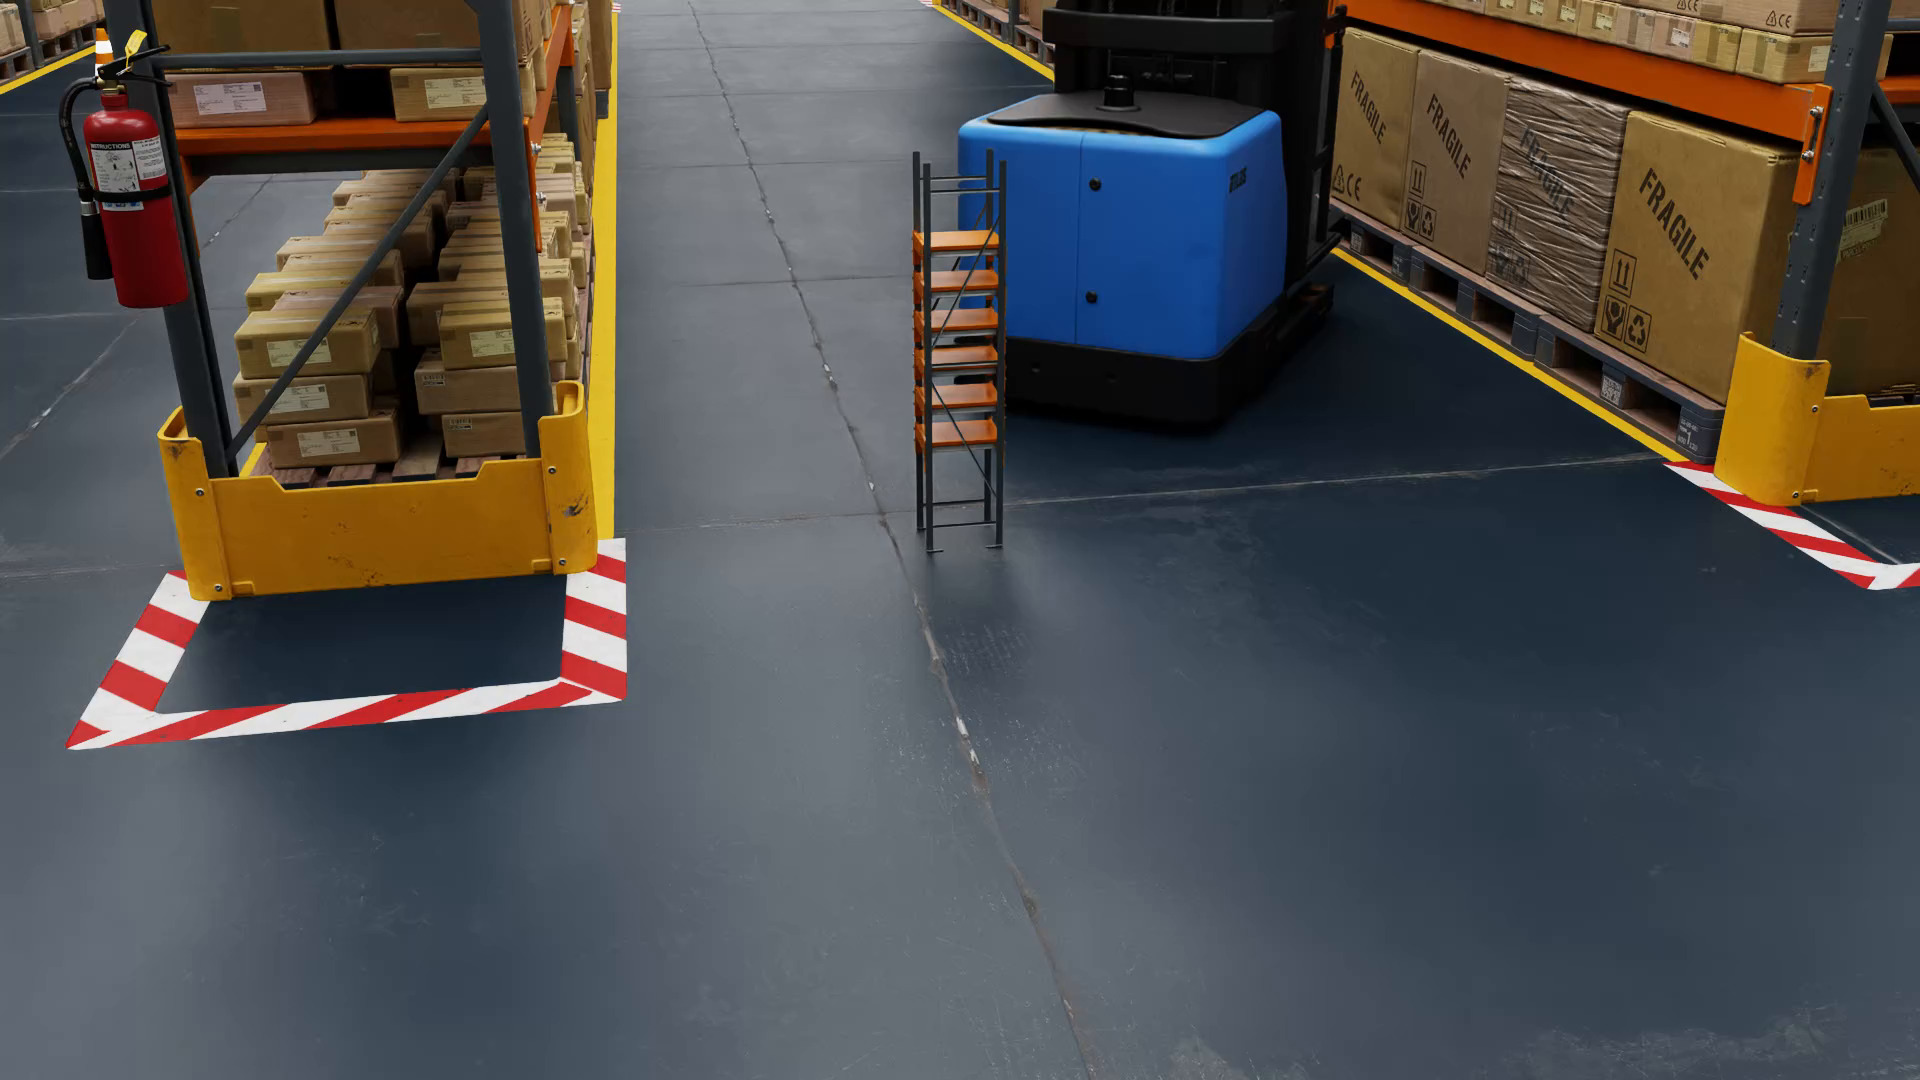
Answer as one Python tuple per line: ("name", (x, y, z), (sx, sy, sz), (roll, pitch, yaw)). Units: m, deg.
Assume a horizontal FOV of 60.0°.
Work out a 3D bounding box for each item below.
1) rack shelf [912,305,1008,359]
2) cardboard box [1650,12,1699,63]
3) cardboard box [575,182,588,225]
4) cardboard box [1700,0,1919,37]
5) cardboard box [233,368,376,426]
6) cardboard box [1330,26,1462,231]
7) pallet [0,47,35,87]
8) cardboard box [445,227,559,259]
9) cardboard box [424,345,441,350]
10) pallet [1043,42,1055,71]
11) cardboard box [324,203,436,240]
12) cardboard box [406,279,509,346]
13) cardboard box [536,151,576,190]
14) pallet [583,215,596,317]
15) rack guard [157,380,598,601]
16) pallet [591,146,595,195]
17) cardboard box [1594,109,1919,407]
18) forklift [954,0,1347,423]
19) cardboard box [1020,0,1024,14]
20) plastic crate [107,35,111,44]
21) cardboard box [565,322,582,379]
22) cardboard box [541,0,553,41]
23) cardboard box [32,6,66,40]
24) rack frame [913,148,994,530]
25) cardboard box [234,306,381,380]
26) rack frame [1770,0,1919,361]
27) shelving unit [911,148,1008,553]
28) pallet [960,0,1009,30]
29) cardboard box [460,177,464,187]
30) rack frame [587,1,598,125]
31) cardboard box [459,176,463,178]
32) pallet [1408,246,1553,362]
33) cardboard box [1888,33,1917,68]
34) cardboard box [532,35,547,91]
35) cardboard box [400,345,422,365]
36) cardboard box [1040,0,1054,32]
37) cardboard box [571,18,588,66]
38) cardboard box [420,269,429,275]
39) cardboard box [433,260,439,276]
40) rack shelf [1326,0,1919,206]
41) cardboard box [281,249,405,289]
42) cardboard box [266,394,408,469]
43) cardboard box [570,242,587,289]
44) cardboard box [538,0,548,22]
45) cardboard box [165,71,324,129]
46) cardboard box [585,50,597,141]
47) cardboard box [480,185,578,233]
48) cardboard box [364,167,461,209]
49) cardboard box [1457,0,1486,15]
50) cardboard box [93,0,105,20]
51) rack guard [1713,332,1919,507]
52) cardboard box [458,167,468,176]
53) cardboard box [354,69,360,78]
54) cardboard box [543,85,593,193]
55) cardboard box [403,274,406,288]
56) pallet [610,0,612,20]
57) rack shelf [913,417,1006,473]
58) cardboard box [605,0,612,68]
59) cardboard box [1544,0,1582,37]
("rack shelf", (-0.003, -0.625, 4.993), (0.258, 0.103, 0.180), (-4, 24, -10))
("cardboard box", (2.716, -1.802, 5.941), (0.380, 0.149, 0.250), (-4, 24, -10))
("cardboard box", (-1.932, -1.558, 7.735), (0.380, 0.149, 0.250), (-5, 24, -12))
("cardboard box", (2.850, -1.838, 5.527), (0.500, 0.250, 0.500), (-5, 24, -11))
("cardboard box", (-2.071, -0.481, 5.269), (0.380, 0.149, 0.250), (-5, 24, -11))
("cardboard box", (2.504, -2.126, 8.501), (0.875, 0.875, 0.875), (-4, 24, -10))
("pallet", (-8.612, -4.002, 14.150), (1.003, 0.211, 1.213), (-4, 24, -10))
("cardboard box", (-1.715, -1.071, 6.250), (0.380, 0.149, 0.250), (-3, 24, -8))
("cardboard box", (-1.664, -0.721, 5.819), (0.380, 0.149, 0.250), (-4, 24, -9))
("pallet", (1.356, -4.255, 14.728), (1.003, 0.211, 1.213), (-4, 24, -10))
("cardboard box", (-2.308, -1.237, 6.628), (0.380, 0.149, 0.250), (-4, 24, -9))
("cardboard box", (-1.625, -0.762, 5.540), (0.380, 0.149, 0.250), (-4, 24, -9))
("cardboard box", (-1.971, -1.689, 7.663), (0.380, 0.149, 0.250), (-5, 24, -10))
("pallet", (-2.273, -1.306, 7.977), (1.003, 0.211, 1.213), (-4, 24, -10))
("rack guard", (-1.707, -0.157, 4.984), (1.175, 0.500, 0.348), (-4, 24, -10))
("pallet", (-2.807, -2.355, 10.378), (1.003, 0.211, 1.213), (-4, 24, -10))
("cardboard box", (3.004, -1.064, 6.069), (0.875, 0.875, 0.875), (-4, 24, -10))
("forklift", (1.043, -2.324, 6.910), (1.130, 2.935, 3.031), (10, 26, 22))
("cardboard box", (0.834, -5.752, 17.270), (0.500, 0.500, 0.500), (3, 24, 7))
("plastic crate", (-8.242, -4.927, 16.430), (0.402, 0.080, 0.583), (-13, 27, -28))
("cardboard box", (-1.596, -0.691, 6.121), (0.380, 0.149, 0.250), (-4, 24, -9))
("cardboard box", (-1.790, -2.026, 6.455), (0.380, 0.149, 0.250), (-4, 24, -9))
("cardboard box", (-8.601, -4.771, 15.336), (0.500, 0.250, 0.500), (-5, 24, -12))
("rack frame", (-0.020, -0.592, 5.105), (0.240, 1.200, 0.006), (-4, 24, -10))
("cardboard box", (-2.039, -0.620, 5.217), (0.380, 0.149, 0.250), (-4, 24, -9))
("rack frame", (3.201, -1.600, 5.165), (1.000, 3.000, 0.127), (-4, 24, -10))
("shelving unit", (-0.003, -0.556, 5.023), (0.258, 1.200, 0.189), (-4, 24, -10))
("pallet", (0.594, -5.784, 18.230), (1.003, 0.211, 1.213), (-4, 24, -10))
("cardboard box", (-2.545, -1.609, 7.851), (0.380, 0.149, 0.250), (-4, 24, -9))
("rack frame", (-3.172, -4.419, 11.620), (1.000, 3.000, 0.127), (-4, 24, -10))
("cardboard box", (-2.817, -2.165, 9.058), (0.500, 0.500, 0.500), (-5, 24, -11))
("pallet", (2.754, -1.109, 7.526), (1.003, 0.211, 1.213), (-4, 24, -10))
("cardboard box", (3.410, -1.749, 5.822), (0.380, 0.149, 0.250), (-5, 24, -11))
("cardboard box", (-1.515, -1.516, 5.287), (0.380, 0.149, 0.250), (-5, 24, -11))
("cardboard box", (-2.165, -0.650, 6.028), (0.380, 0.149, 0.250), (-4, 24, -9))
("cardboard box", (1.144, -4.944, 15.395), (0.700, 0.500, 0.500), (-4, 24, -10))
("cardboard box", (-2.500, -2.957, 9.933), (0.500, 0.250, 0.500), (-3, 24, -8))
("cardboard box", (-2.405, -1.195, 6.905), (0.380, 0.149, 0.250), (-4, 24, -10))
("cardboard box", (-2.354, -1.167, 7.211), (0.380, 0.149, 0.250), (-5, 24, -12))
("rack shelf", (2.831, -2.057, 7.110), (1.077, 0.370, 4.000), (-4, 24, -10))
("cardboard box", (-2.188, -0.923, 5.908), (0.380, 0.149, 0.250), (-5, 24, -12))
("cardboard box", (-1.995, -0.350, 5.341), (0.380, 0.149, 0.250), (-4, 24, -9))
("cardboard box", (-1.833, -1.196, 7.277), (0.380, 0.149, 0.250), (-4, 24, -10))
("cardboard box", (-1.706, -2.054, 5.708), (0.500, 0.500, 0.500), (-4, 24, -9))
("cardboard box", (-2.031, -1.265, 4.711), (0.380, 0.149, 0.250), (-4, 24, -10))
("cardboard box", (-2.587, -2.815, 10.546), (0.500, 0.500, 0.500), (-5, 24, -12))
("cardboard box", (-1.797, -1.376, 6.947), (0.380, 0.149, 0.250), (-5, 24, -12))
("cardboard box", (-2.414, -1.544, 7.331), (0.380, 0.149, 0.250), (-5, 24, -11))
("cardboard box", (2.429, -2.407, 7.328), (0.380, 0.149, 0.250), (-4, 24, -9))
("cardboard box", (-8.893, -5.384, 16.741), (0.500, 0.250, 0.500), (-5, 24, -12))
("rack guard", (3.205, -0.445, 5.644), (1.175, 0.500, 0.348), (-4, 24, -10))
("cardboard box", (-2.572, -1.853, 8.040), (0.380, 0.149, 0.250), (-3, 24, -8))
("cardboard box", (-2.171, -1.561, 5.391), (0.380, 0.149, 0.250), (-4, 24, -8))
("cardboard box", (-2.308, -2.203, 9.145), (0.500, 0.500, 0.500), (-3, 24, -8))
("cardboard box", (-2.277, -0.888, 6.201), (0.380, 0.149, 0.250), (-4, 24, -9))
("pallet", (-4.426, -5.979, 18.676), (1.003, 0.211, 1.213), (-4, 24, -10))
("rack shelf", (-0.003, -0.295, 5.137), (0.258, 0.103, 0.180), (-4, 24, -10))
("cardboard box", (-3.361, -4.170, 13.337), (1.050, 0.750, 0.750), (-4, 24, -9))
("cardboard box", (2.572, -2.104, 6.633), (0.380, 0.149, 0.250), (-4, 24, -10))
